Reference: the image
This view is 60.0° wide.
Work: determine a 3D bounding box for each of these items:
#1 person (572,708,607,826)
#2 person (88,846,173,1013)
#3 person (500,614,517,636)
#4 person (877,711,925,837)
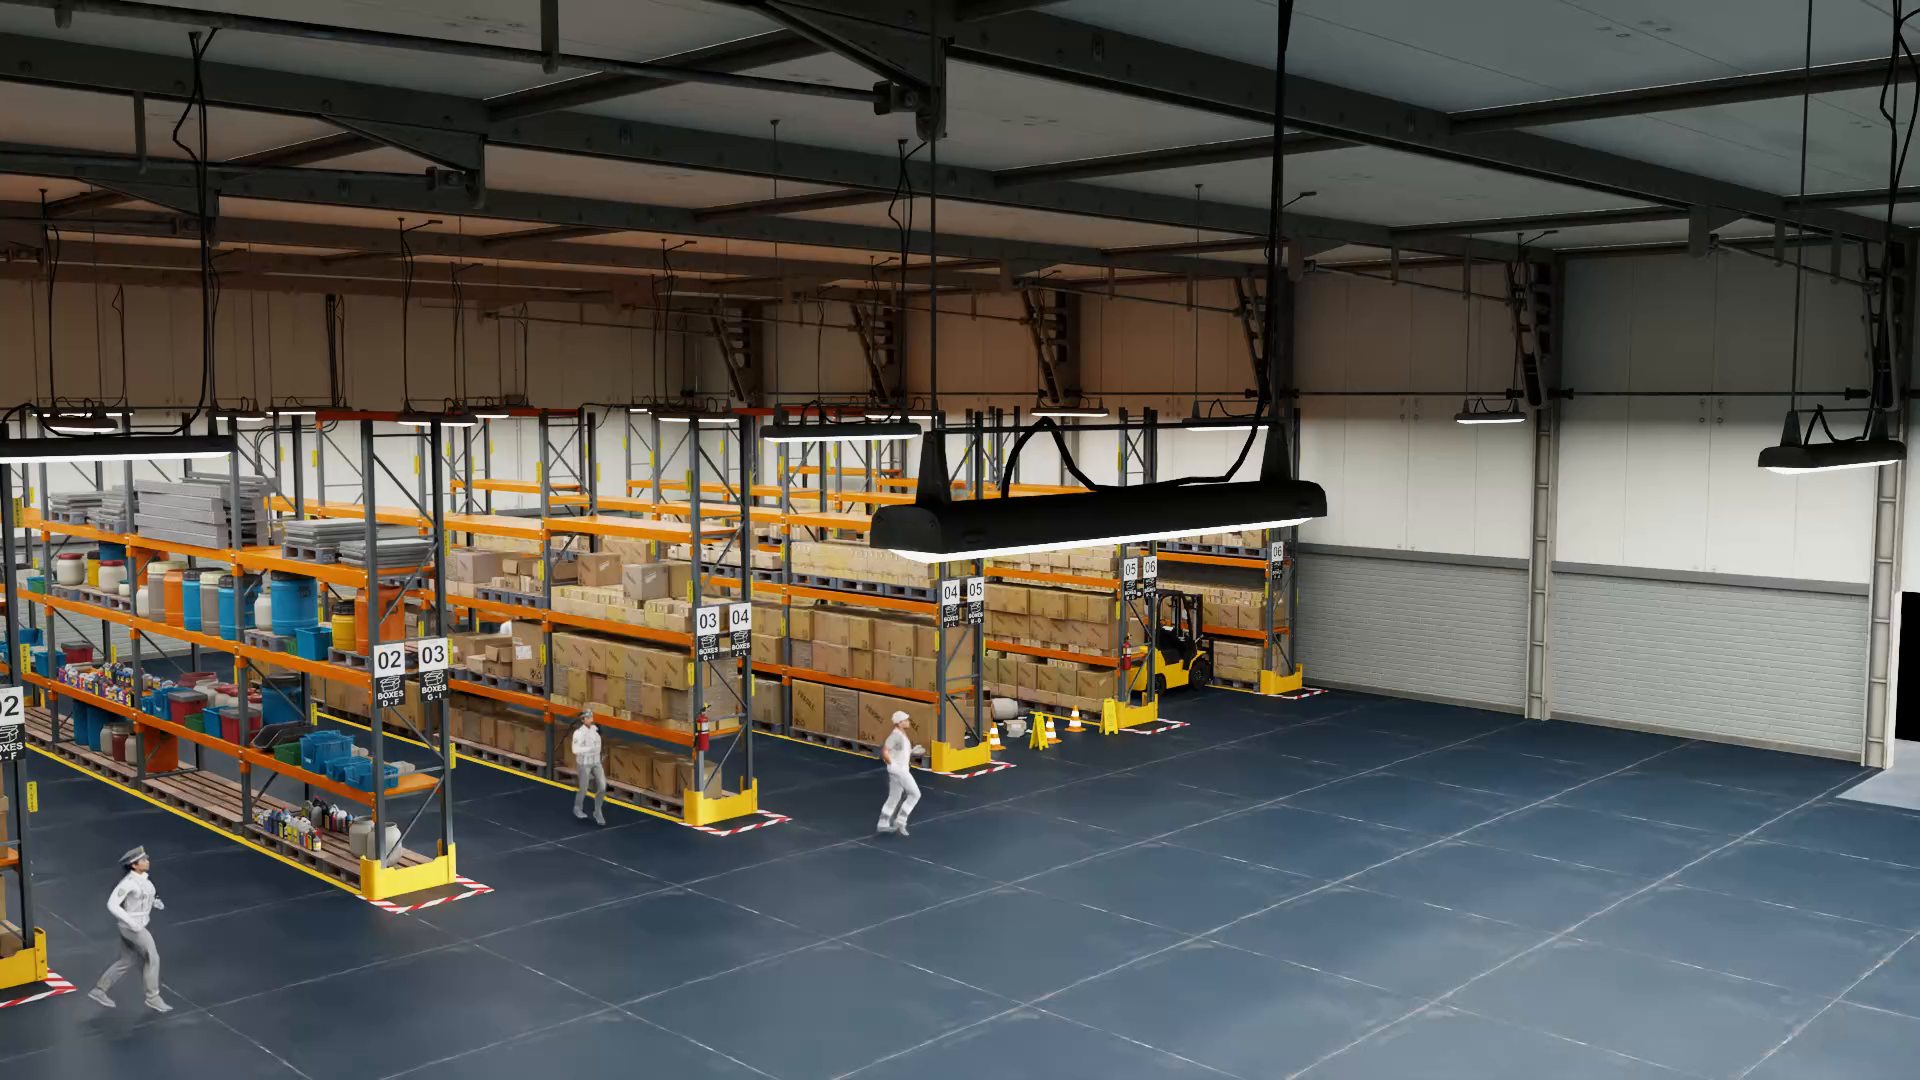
[{"bbox_3d":[-5.443,3.328,24.439,0.696,1.744,0.593,5,7,44],"label":"person"},{"bbox_3d":[-8.481,3.986,16.993,0.762,1.749,0.615,-2,5,-18],"label":"person"},{"bbox_3d":[-9.351,2.356,35.020,0.725,1.815,0.963,-5,7,-44],"label":"person"},{"bbox_3d":[-0.840,3.343,23.846,0.709,1.806,0.620,-1,5,-7],"label":"person"}]
